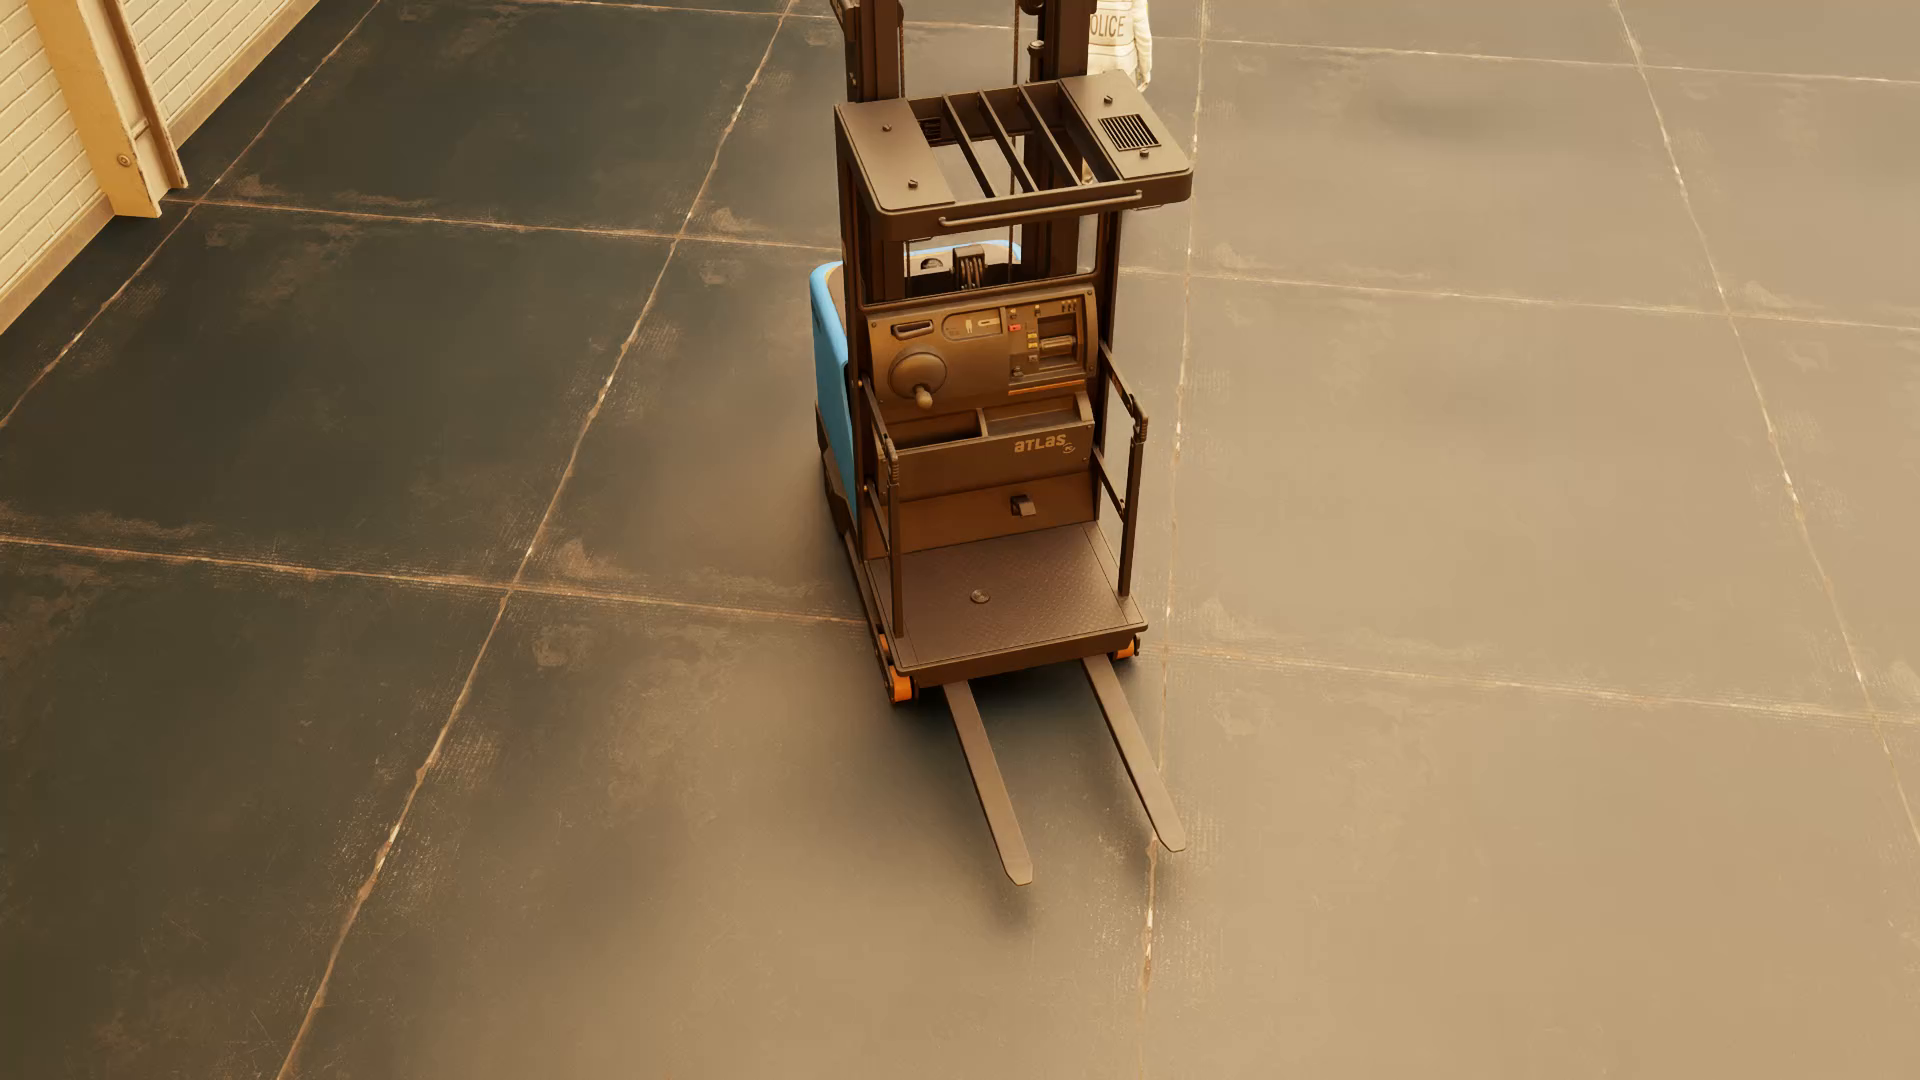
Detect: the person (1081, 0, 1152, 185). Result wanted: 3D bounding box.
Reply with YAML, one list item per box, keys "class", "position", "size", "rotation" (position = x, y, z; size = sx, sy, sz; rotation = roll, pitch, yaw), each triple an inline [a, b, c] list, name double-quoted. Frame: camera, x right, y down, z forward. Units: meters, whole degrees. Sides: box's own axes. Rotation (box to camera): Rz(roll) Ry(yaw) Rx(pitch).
- class: "person"
  position: [0.840, -2.728, 9.632]
  size: [0.543, 1.665, 0.372]
  rotation: [10, 44, 11]

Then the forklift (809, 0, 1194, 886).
- class: "forklift"
  position: [0.153, -0.681, 6.465]
  size: [1.130, 2.935, 3.031]
  rotation: [-10, 44, -11]
